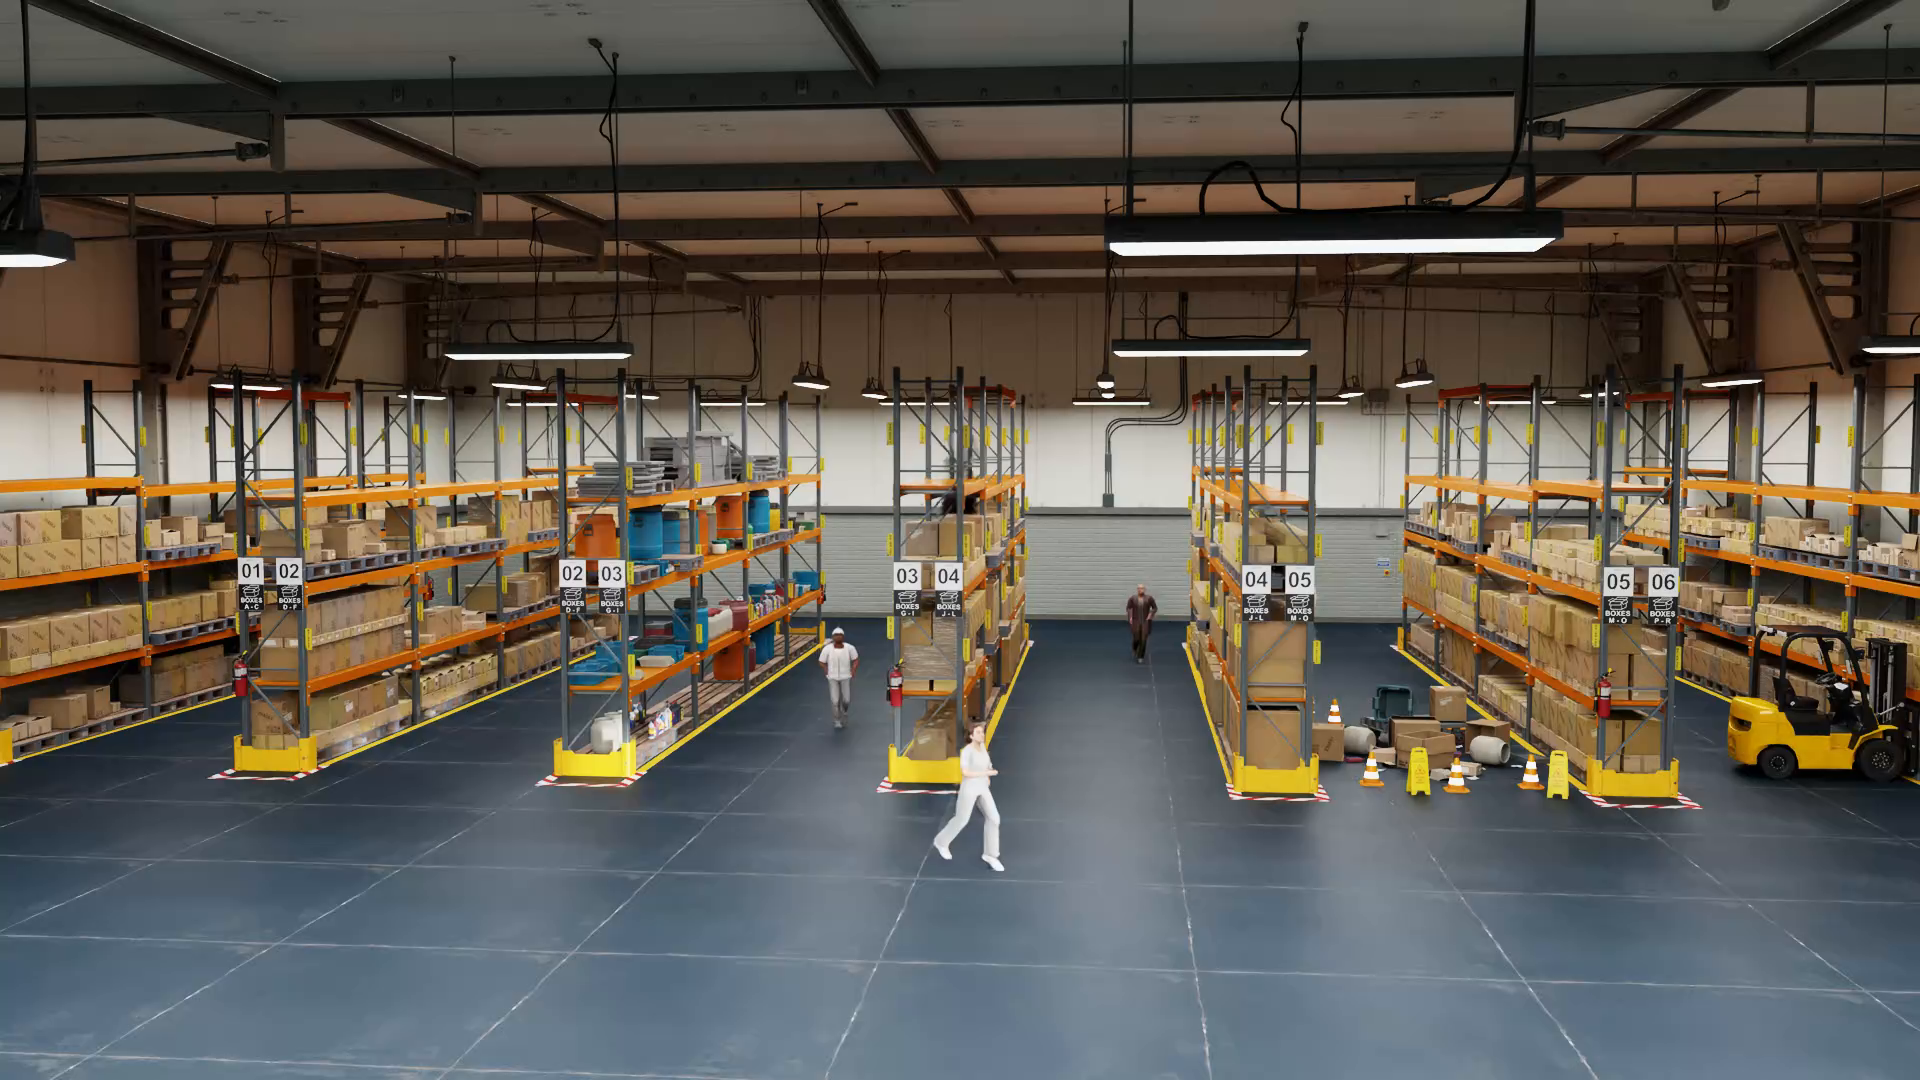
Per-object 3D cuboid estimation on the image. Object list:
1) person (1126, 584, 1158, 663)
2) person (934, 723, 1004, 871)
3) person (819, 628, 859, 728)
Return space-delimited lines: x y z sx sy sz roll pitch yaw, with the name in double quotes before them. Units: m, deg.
"person" 4.021 1.888 36.833 0.695 1.668 0.673 1 4 9
"person" 0.124 2.962 19.402 0.915 1.707 0.574 3 5 42
"person" -2.059 2.358 28.340 0.692 1.718 0.591 0 4 -7
